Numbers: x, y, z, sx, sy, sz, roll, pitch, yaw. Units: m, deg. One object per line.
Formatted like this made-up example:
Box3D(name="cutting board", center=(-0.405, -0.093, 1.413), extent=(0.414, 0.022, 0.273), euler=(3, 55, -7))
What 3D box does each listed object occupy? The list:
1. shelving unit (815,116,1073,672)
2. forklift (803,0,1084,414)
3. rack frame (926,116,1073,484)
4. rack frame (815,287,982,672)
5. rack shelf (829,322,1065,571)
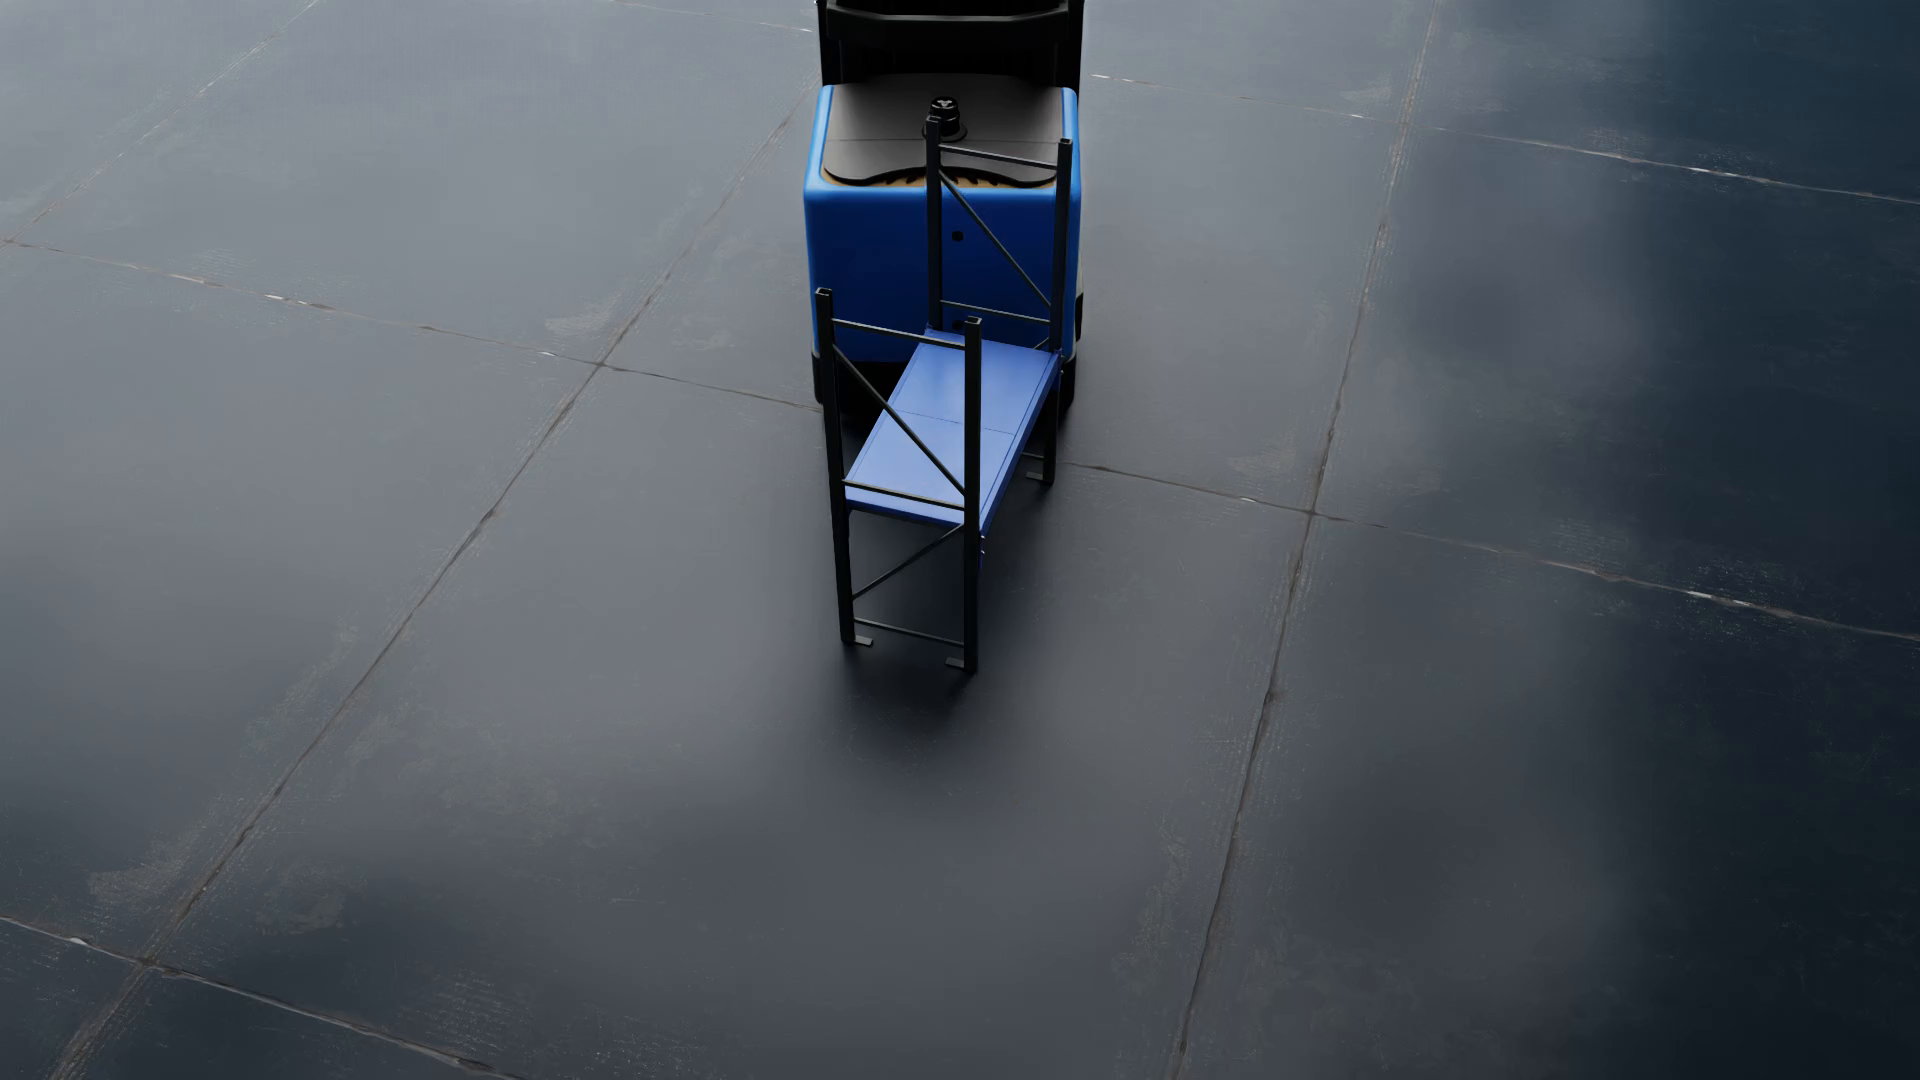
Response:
Box3D(name="shelving unit", center=(-0.026, -0.479, 5.667), extent=(0.538, 1.500, 1.048), euler=(13, 46, 12))
Box3D(name="forklift", center=(-0.032, -2.567, 6.778), extent=(1.130, 2.935, 3.031), euler=(1, 44, 1))
Box3D(name="rack frame", center=(0.128, -0.818, 6.014), extent=(0.500, 1.500, 0.032), euler=(13, 46, 12))
Box3D(name="rack frame", center=(-0.180, -0.140, 5.321), extent=(0.500, 1.500, 0.032), euler=(13, 46, 12))
Box3D(name="rack shelf", center=(-0.026, -0.351, 5.793), extent=(0.538, 0.185, 1.000), euler=(13, 46, 12))
